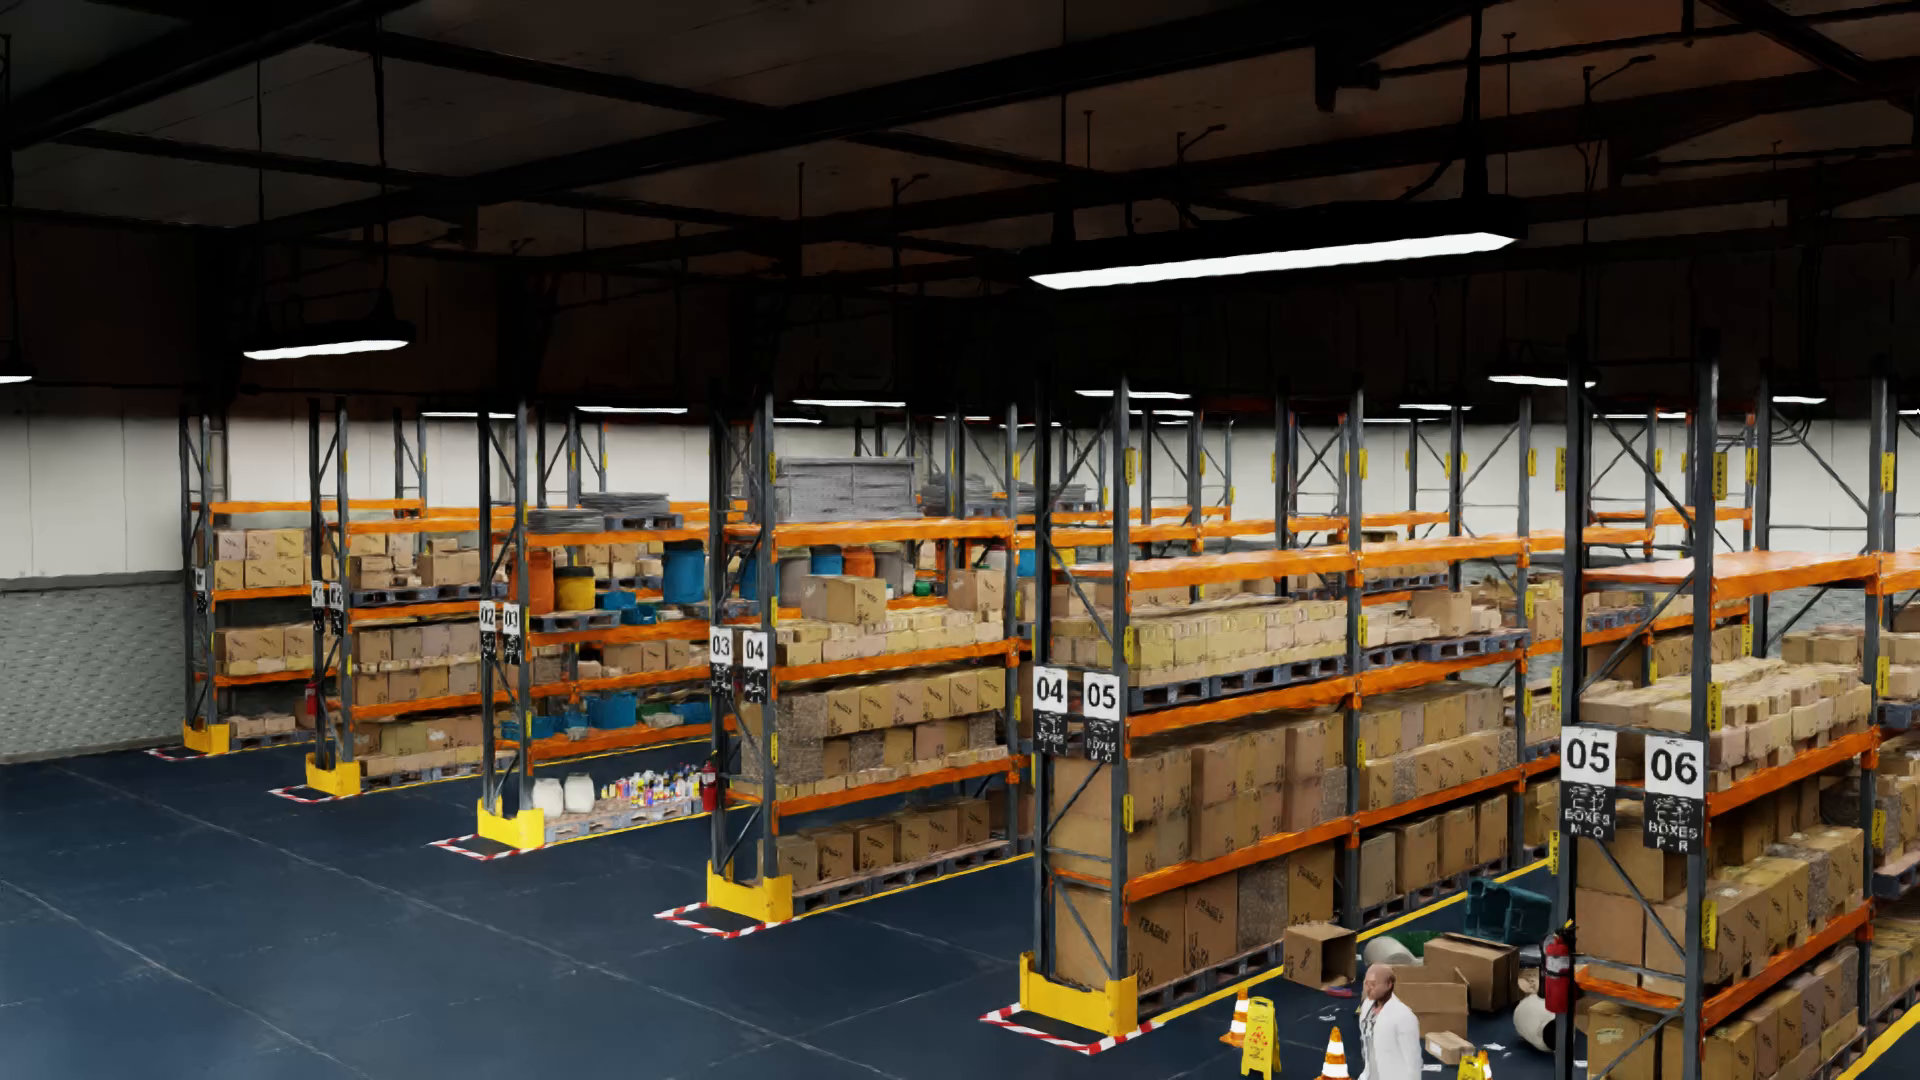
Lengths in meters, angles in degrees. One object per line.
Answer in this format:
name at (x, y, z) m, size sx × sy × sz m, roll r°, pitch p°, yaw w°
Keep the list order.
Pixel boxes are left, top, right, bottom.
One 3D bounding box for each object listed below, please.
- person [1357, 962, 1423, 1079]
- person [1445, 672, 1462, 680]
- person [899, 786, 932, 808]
person at (2.945, 3.708, 11.286) m, size 1.045 × 1.722 × 0.635 m, roll -1°, pitch 3°, yaw -26°
person at (7.627, 2.913, 25.681) m, size 0.434 × 1.765 × 0.634 m, roll 1°, pitch 3°, yaw 21°
person at (-0.668, 3.101, 23.910) m, size 0.592 × 1.623 × 0.526 m, roll 3°, pitch 4°, yaw 41°
